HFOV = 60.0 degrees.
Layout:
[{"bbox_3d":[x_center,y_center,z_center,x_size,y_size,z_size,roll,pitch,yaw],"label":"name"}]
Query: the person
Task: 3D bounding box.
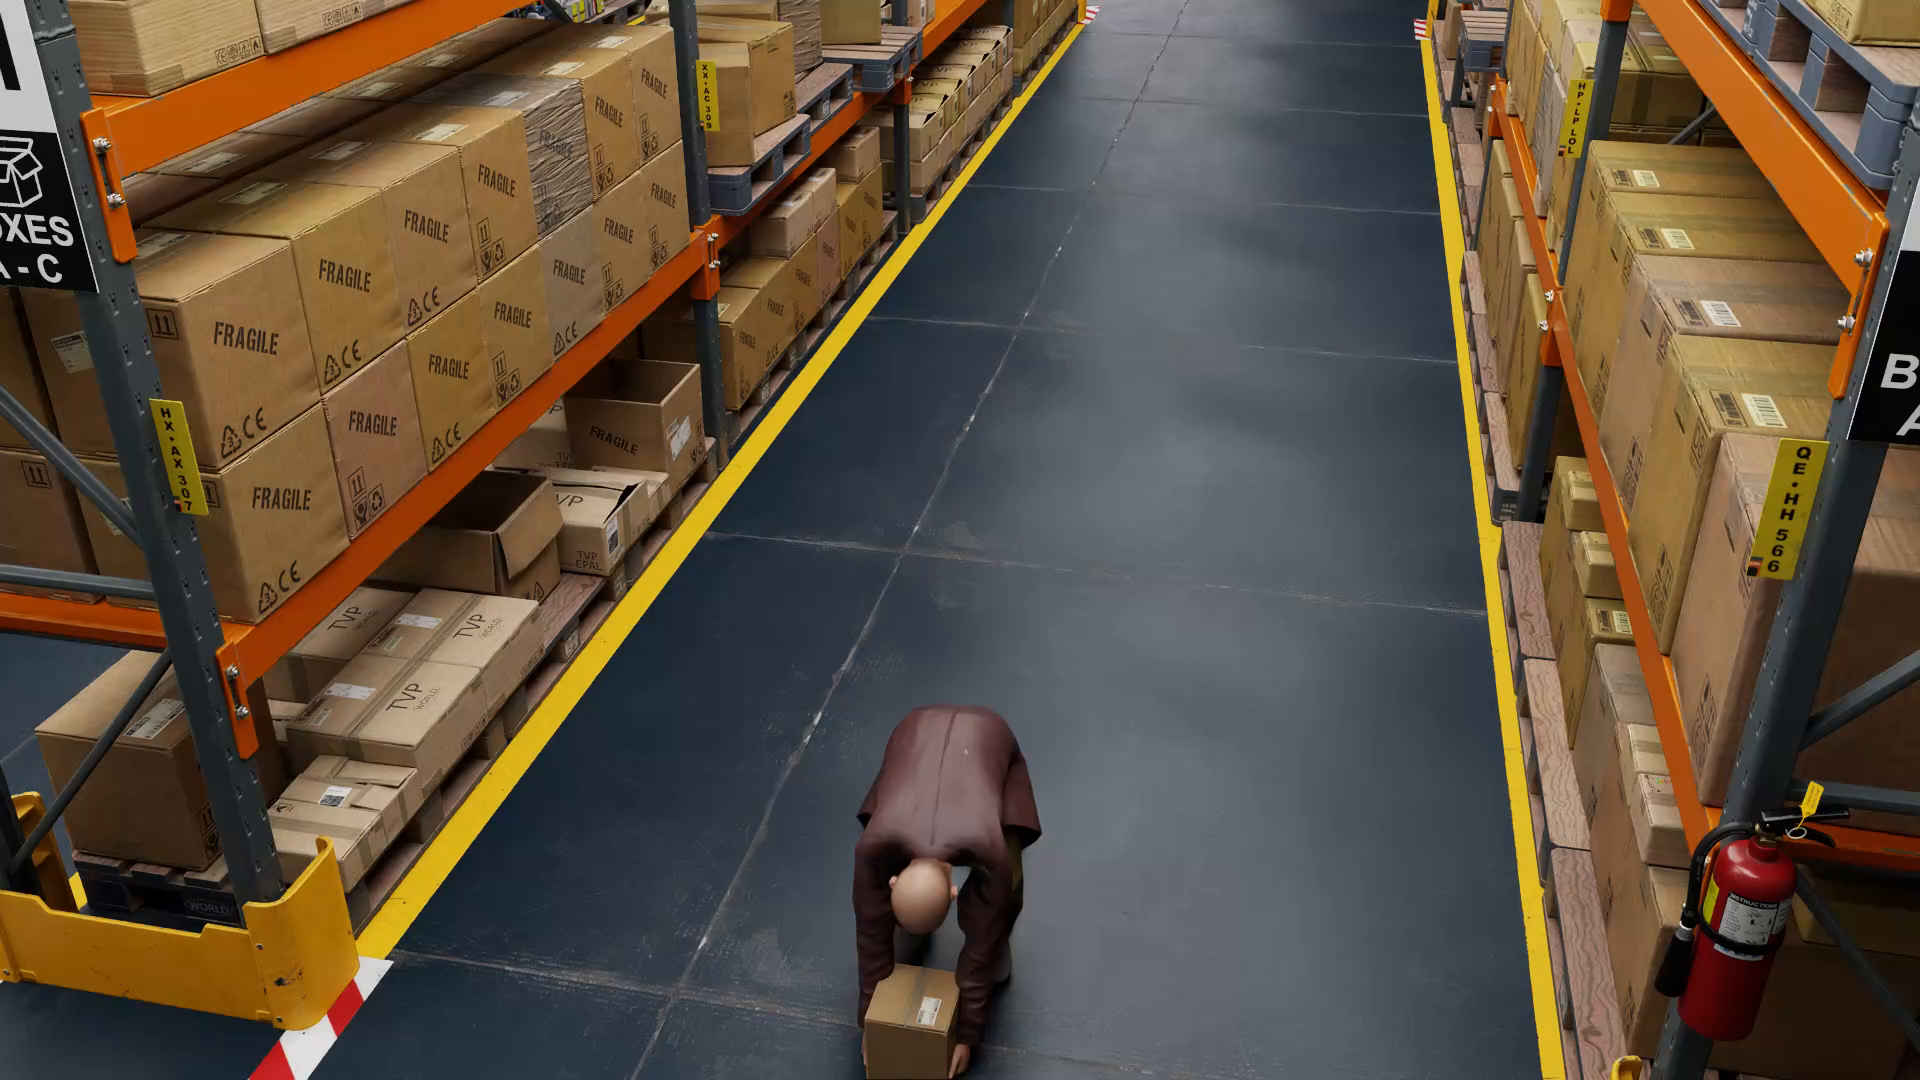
[{"bbox_3d":[-0.056,1.040,5.178,0.593,0.898,0.953,5,29,9],"label":"person"}]
